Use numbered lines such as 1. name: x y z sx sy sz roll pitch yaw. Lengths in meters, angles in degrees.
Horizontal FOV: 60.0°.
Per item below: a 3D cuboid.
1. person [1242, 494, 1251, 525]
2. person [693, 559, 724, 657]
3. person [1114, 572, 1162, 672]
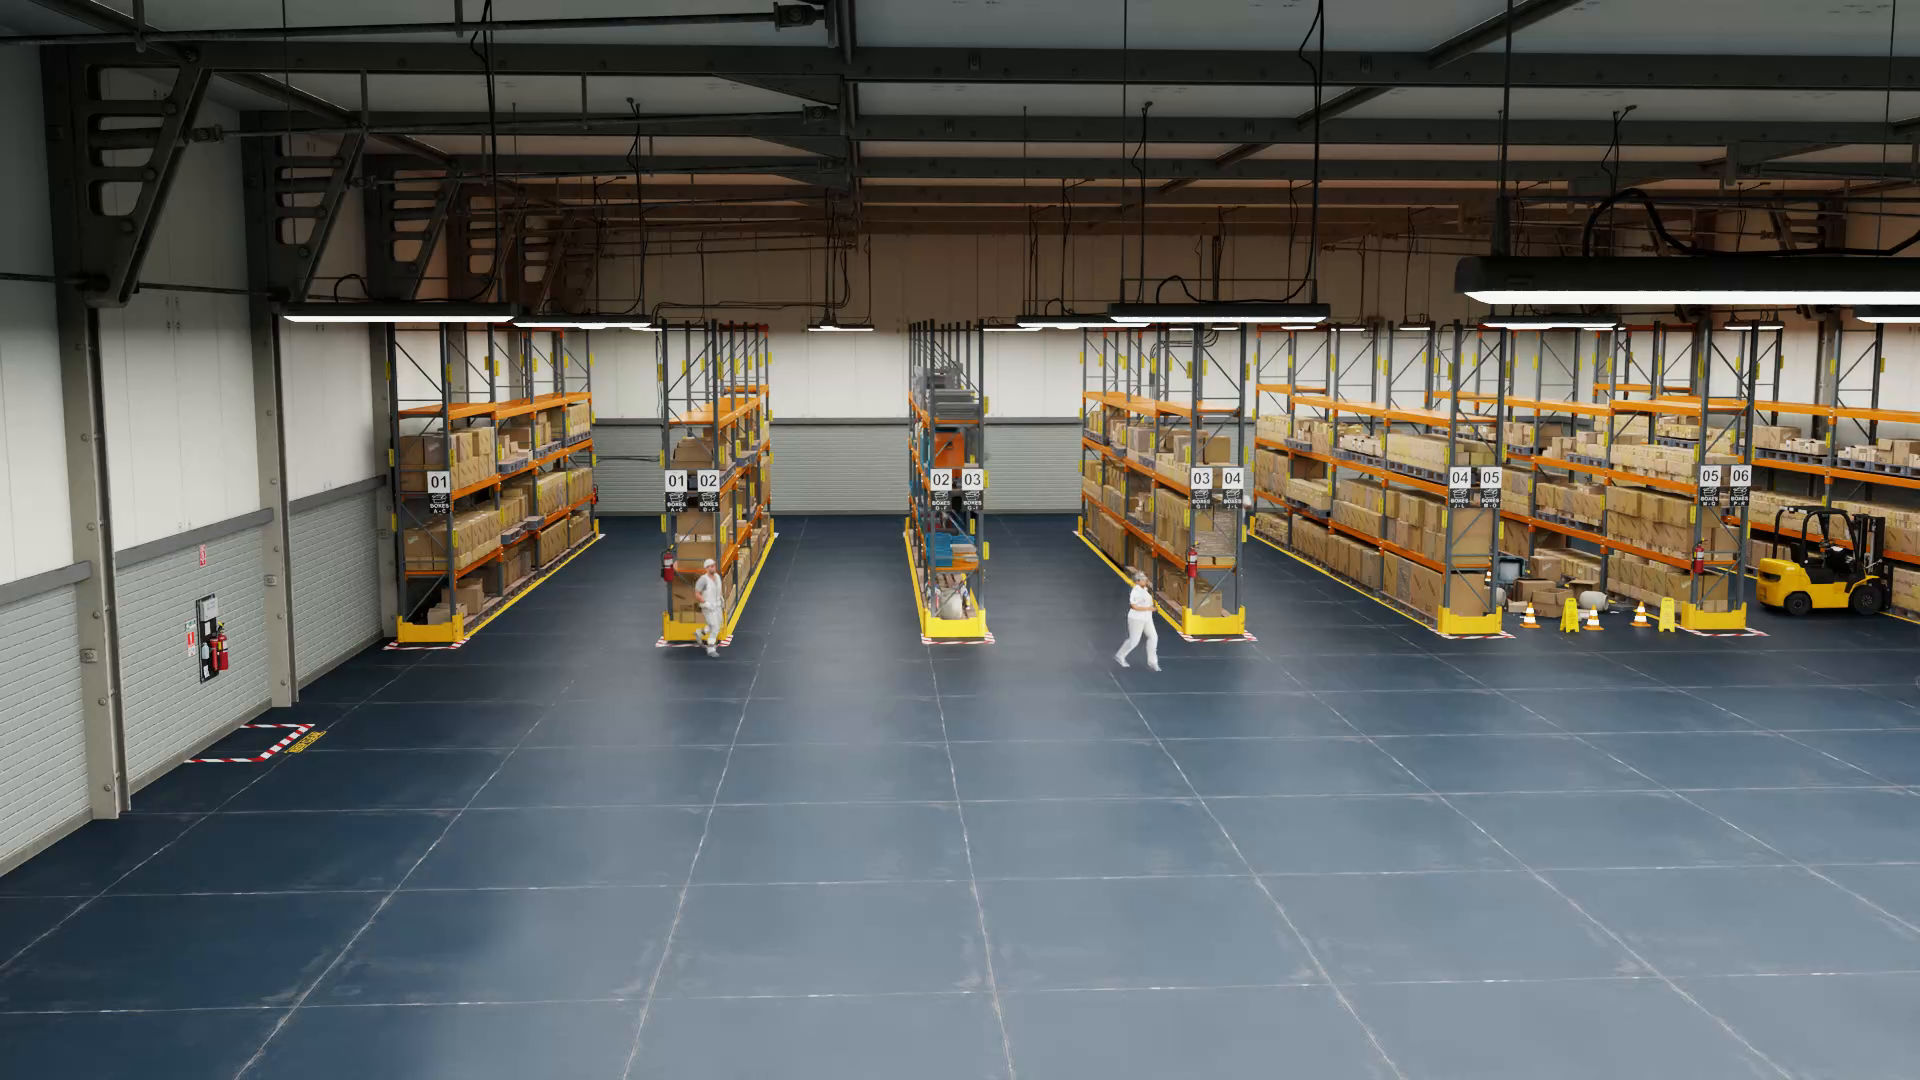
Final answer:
1. person: 7.357 -0.584 43.996 0.675 1.829 0.776 -1 7 -5
2. person: -4.511 1.196 29.706 0.670 1.755 0.680 4 8 32
3. person: 3.056 1.399 28.452 0.835 1.716 0.609 4 8 32
